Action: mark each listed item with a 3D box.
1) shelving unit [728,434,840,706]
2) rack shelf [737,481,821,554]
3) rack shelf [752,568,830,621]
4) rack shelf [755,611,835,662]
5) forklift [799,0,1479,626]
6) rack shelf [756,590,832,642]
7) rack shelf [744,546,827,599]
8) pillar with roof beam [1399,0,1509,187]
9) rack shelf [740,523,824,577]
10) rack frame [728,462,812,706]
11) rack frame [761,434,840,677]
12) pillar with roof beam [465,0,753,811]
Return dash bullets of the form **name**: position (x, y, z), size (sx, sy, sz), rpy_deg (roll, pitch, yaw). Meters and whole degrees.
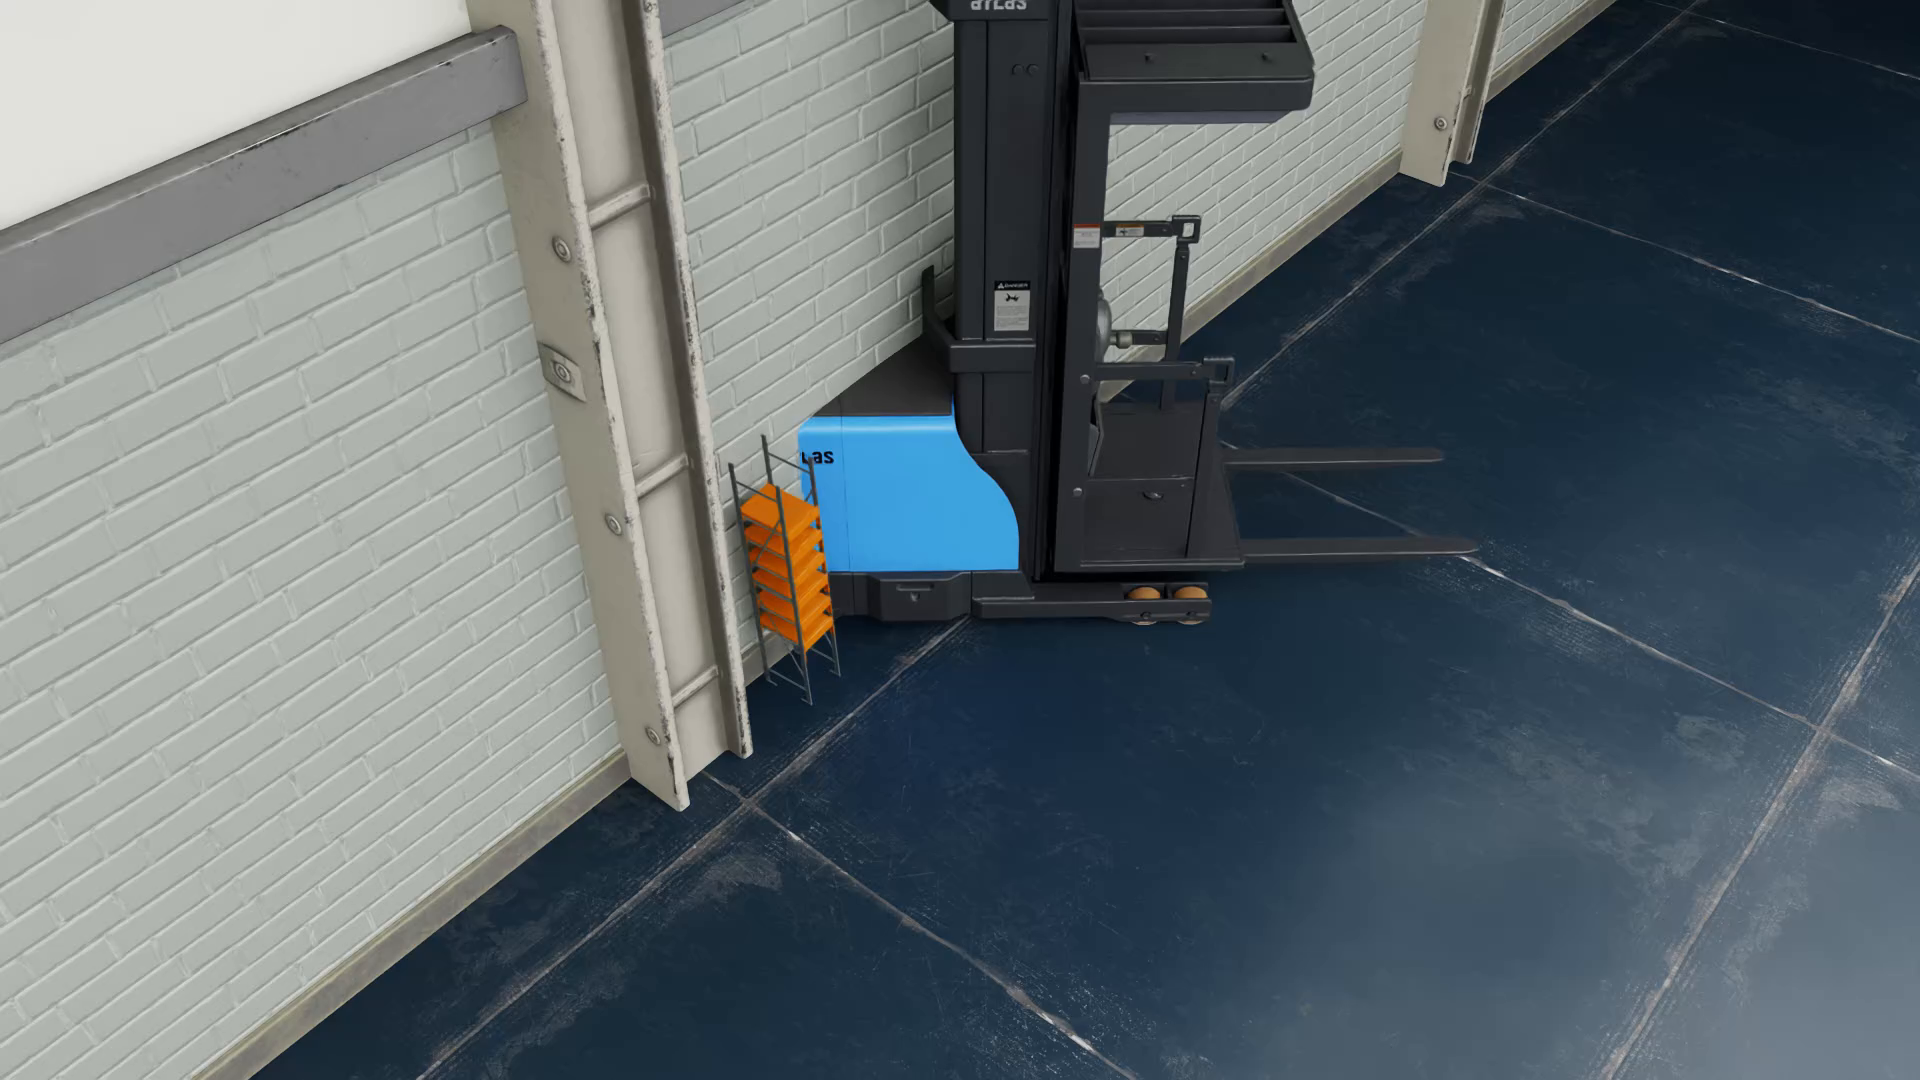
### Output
- **shelving unit**: position (-0.661, 0.140, 6.380), size (0.258, 1.200, 0.189), rpy_deg (26, 51, 25)
- **rack shelf**: position (-0.671, -0.084, 6.158), size (0.258, 0.103, 0.180), rpy_deg (26, 51, 25)
- **rack shelf**: position (-0.659, 0.171, 6.411), size (0.258, 0.103, 0.180), rpy_deg (26, 51, 25)
- **rack shelf**: position (-0.652, 0.341, 6.580), size (0.258, 0.103, 0.180), rpy_deg (26, 51, 25)
- **forklift**: position (0.682, -1.082, 6.444), size (3.031, 2.935, 1.130), rpy_deg (-1, 42, -1)
- **rack shelf**: position (-0.655, 0.256, 6.496), size (0.258, 0.103, 0.180), rpy_deg (26, 51, 25)
- **rack shelf**: position (-0.663, 0.086, 6.327), size (0.258, 0.103, 0.180), rpy_deg (26, 51, 25)
- **pillar with roof beam**: position (6.105, -3.692, 4.804), size (9.100, 9.000, 0.400), rpy_deg (29, 50, 28)
- **rack shelf**: position (-0.667, 0.001, 6.242), size (0.258, 0.103, 0.180), rpy_deg (26, 51, 25)
- **rack frame**: position (-0.713, 0.194, 6.328), size (0.240, 1.200, 0.006), rpy_deg (26, 51, 25)
- **rack frame**: position (-0.608, 0.086, 6.432), size (0.240, 1.200, 0.006), rpy_deg (26, 51, 25)
- **pillar with roof beam**: position (2.244, -0.603, 1.406), size (9.100, 9.000, 0.400), rpy_deg (29, 50, 28)
